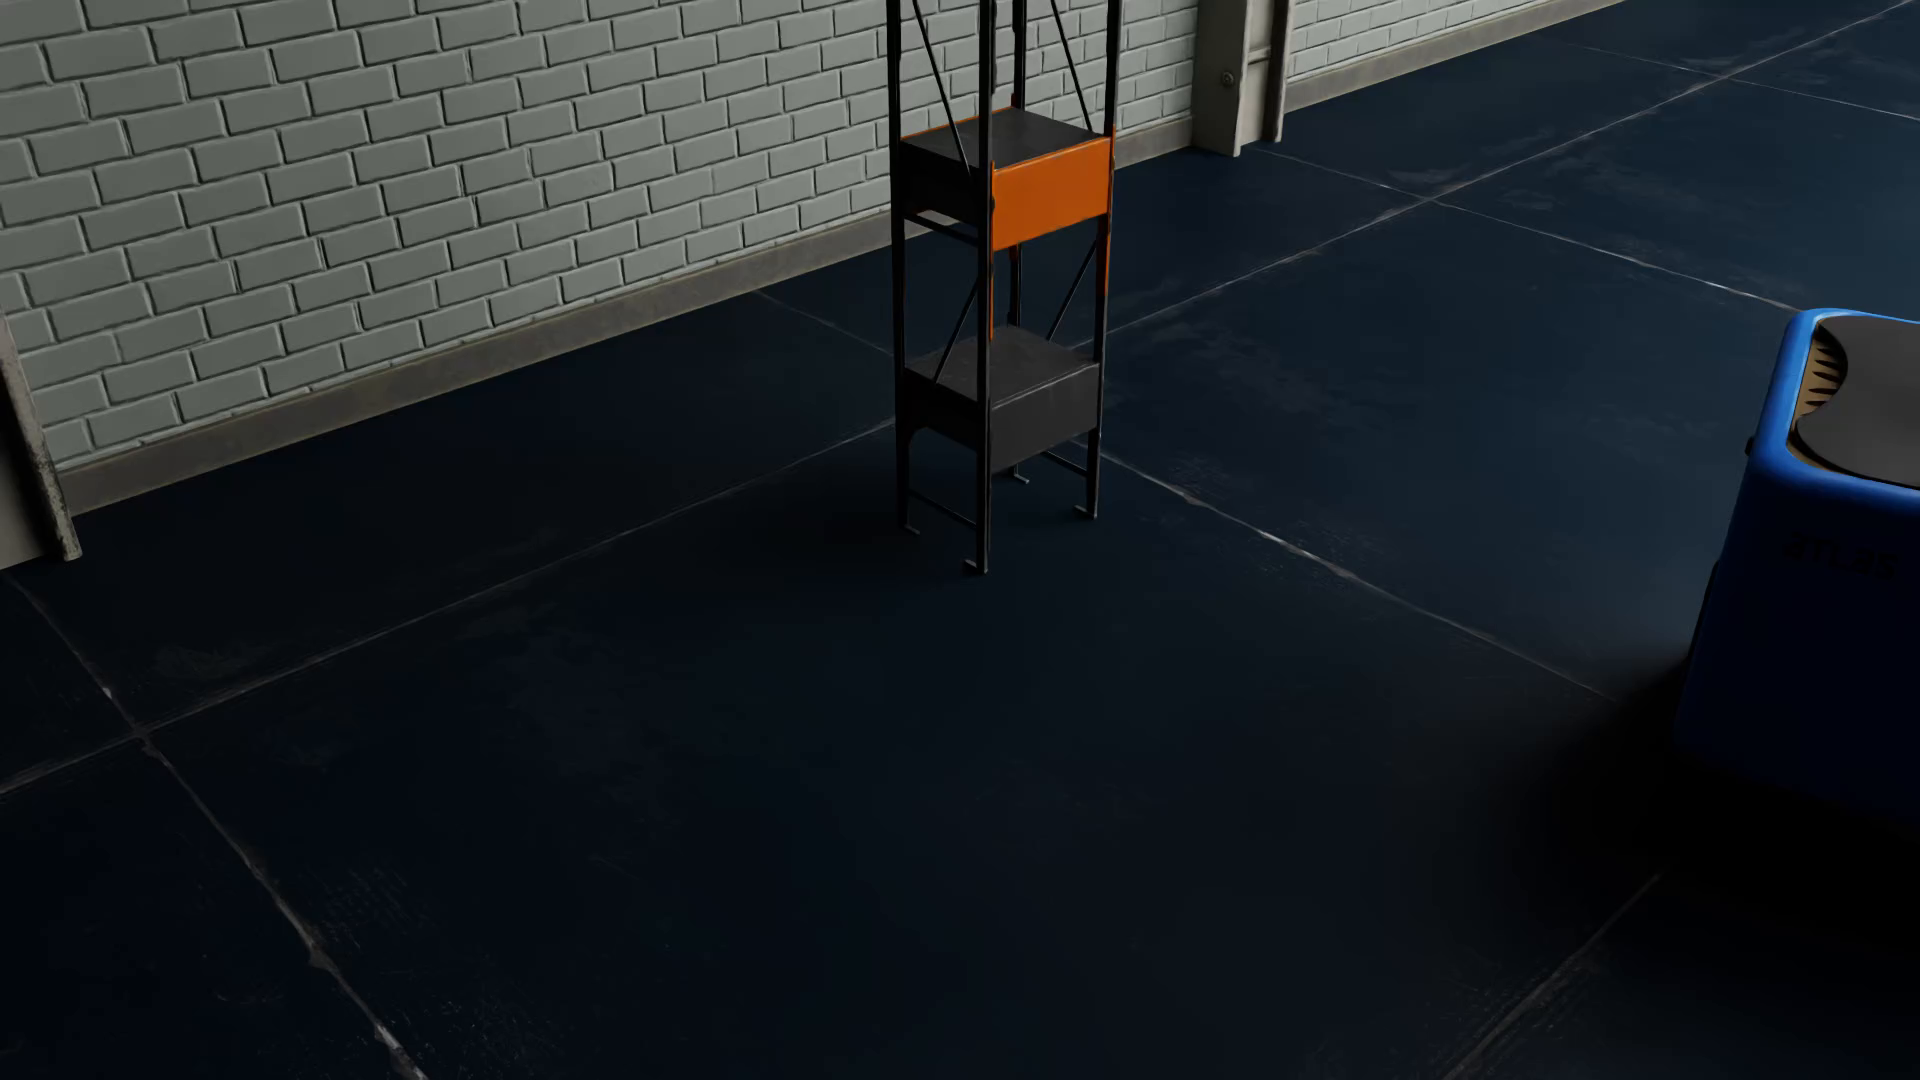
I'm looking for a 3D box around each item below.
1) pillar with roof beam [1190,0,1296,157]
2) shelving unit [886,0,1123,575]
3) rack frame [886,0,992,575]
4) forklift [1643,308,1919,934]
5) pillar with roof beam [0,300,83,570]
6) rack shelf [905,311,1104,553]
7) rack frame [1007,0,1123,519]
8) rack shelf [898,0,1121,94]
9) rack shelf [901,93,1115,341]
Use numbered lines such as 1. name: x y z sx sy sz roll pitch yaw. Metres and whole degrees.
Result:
1. pillar with roof beam: 4.352 -4.260 3.591 0.400 9.000 9.100 -26 40 -35
2. shelving unit: 0.121 -0.955 4.798 0.503 2.100 0.431 -26 40 -35
3. rack frame: -0.058 -0.868 4.657 0.015 2.100 0.400 -26 40 -35
4. forklift: 3.193 -0.349 3.011 3.031 2.935 1.130 16 35 24
5. pillar with roof beam: -0.048 -2.132 0.110 0.400 9.000 9.100 -26 40 -35
6. rack shelf: 0.121 -0.346 5.171 0.480 0.518 0.431 -26 40 -35
7. rack frame: 0.300 -1.041 4.940 0.015 2.100 0.400 -26 40 -35
8. rack shelf: 0.121 -1.540 4.440 0.480 0.518 0.431 -26 40 -35
9. rack shelf: 0.121 -0.943 4.805 0.480 0.518 0.431 -26 40 -35
